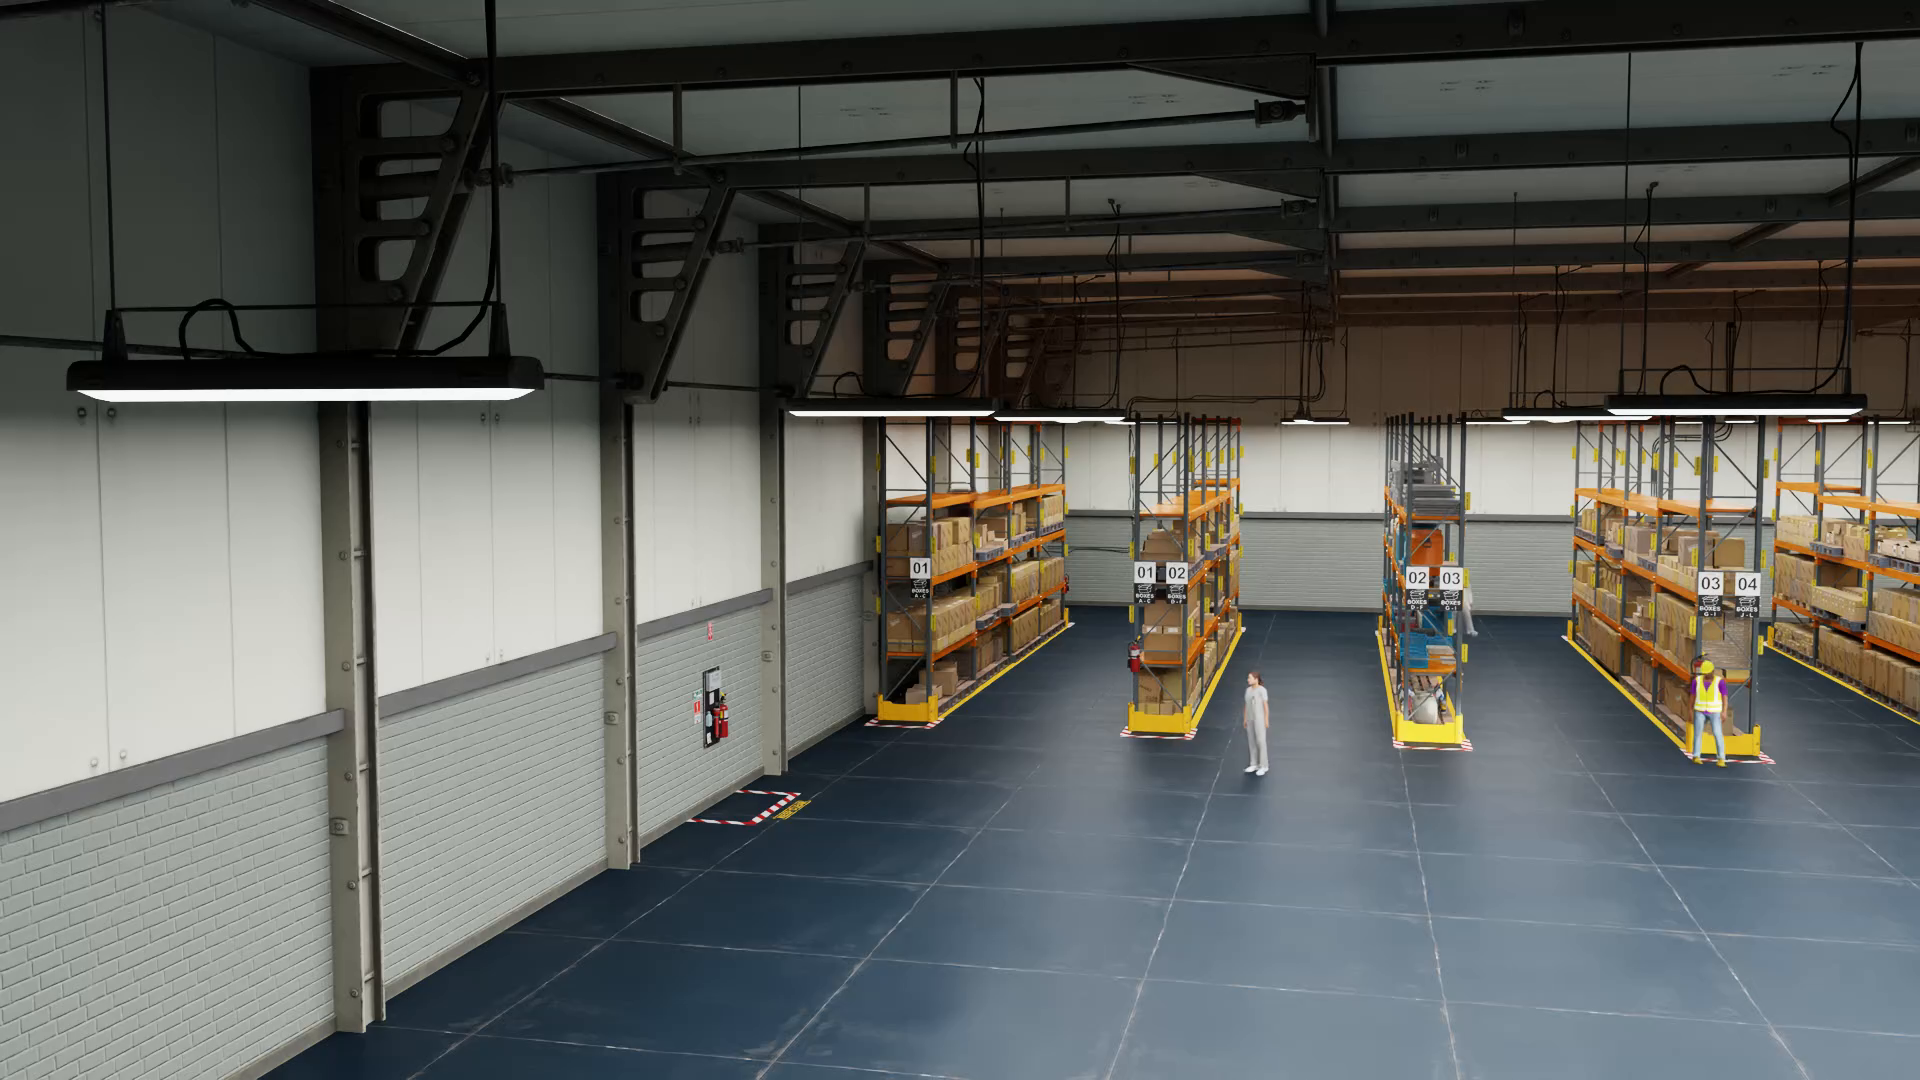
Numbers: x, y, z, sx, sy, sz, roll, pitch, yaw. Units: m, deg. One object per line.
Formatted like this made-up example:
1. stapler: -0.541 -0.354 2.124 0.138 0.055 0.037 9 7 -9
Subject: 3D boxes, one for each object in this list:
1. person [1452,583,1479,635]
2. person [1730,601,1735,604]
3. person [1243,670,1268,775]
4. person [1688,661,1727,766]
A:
1. person: 13.840 1.732 45.778 0.679 1.728 1.058 -1 4 -12
2. person: 18.726 2.154 40.167 0.481 1.671 1.060 1 4 10
3. person: 4.904 3.025 27.657 0.419 1.704 0.525 -3 5 -41
4. person: 12.695 2.926 28.244 0.619 1.765 0.410 3 5 34
